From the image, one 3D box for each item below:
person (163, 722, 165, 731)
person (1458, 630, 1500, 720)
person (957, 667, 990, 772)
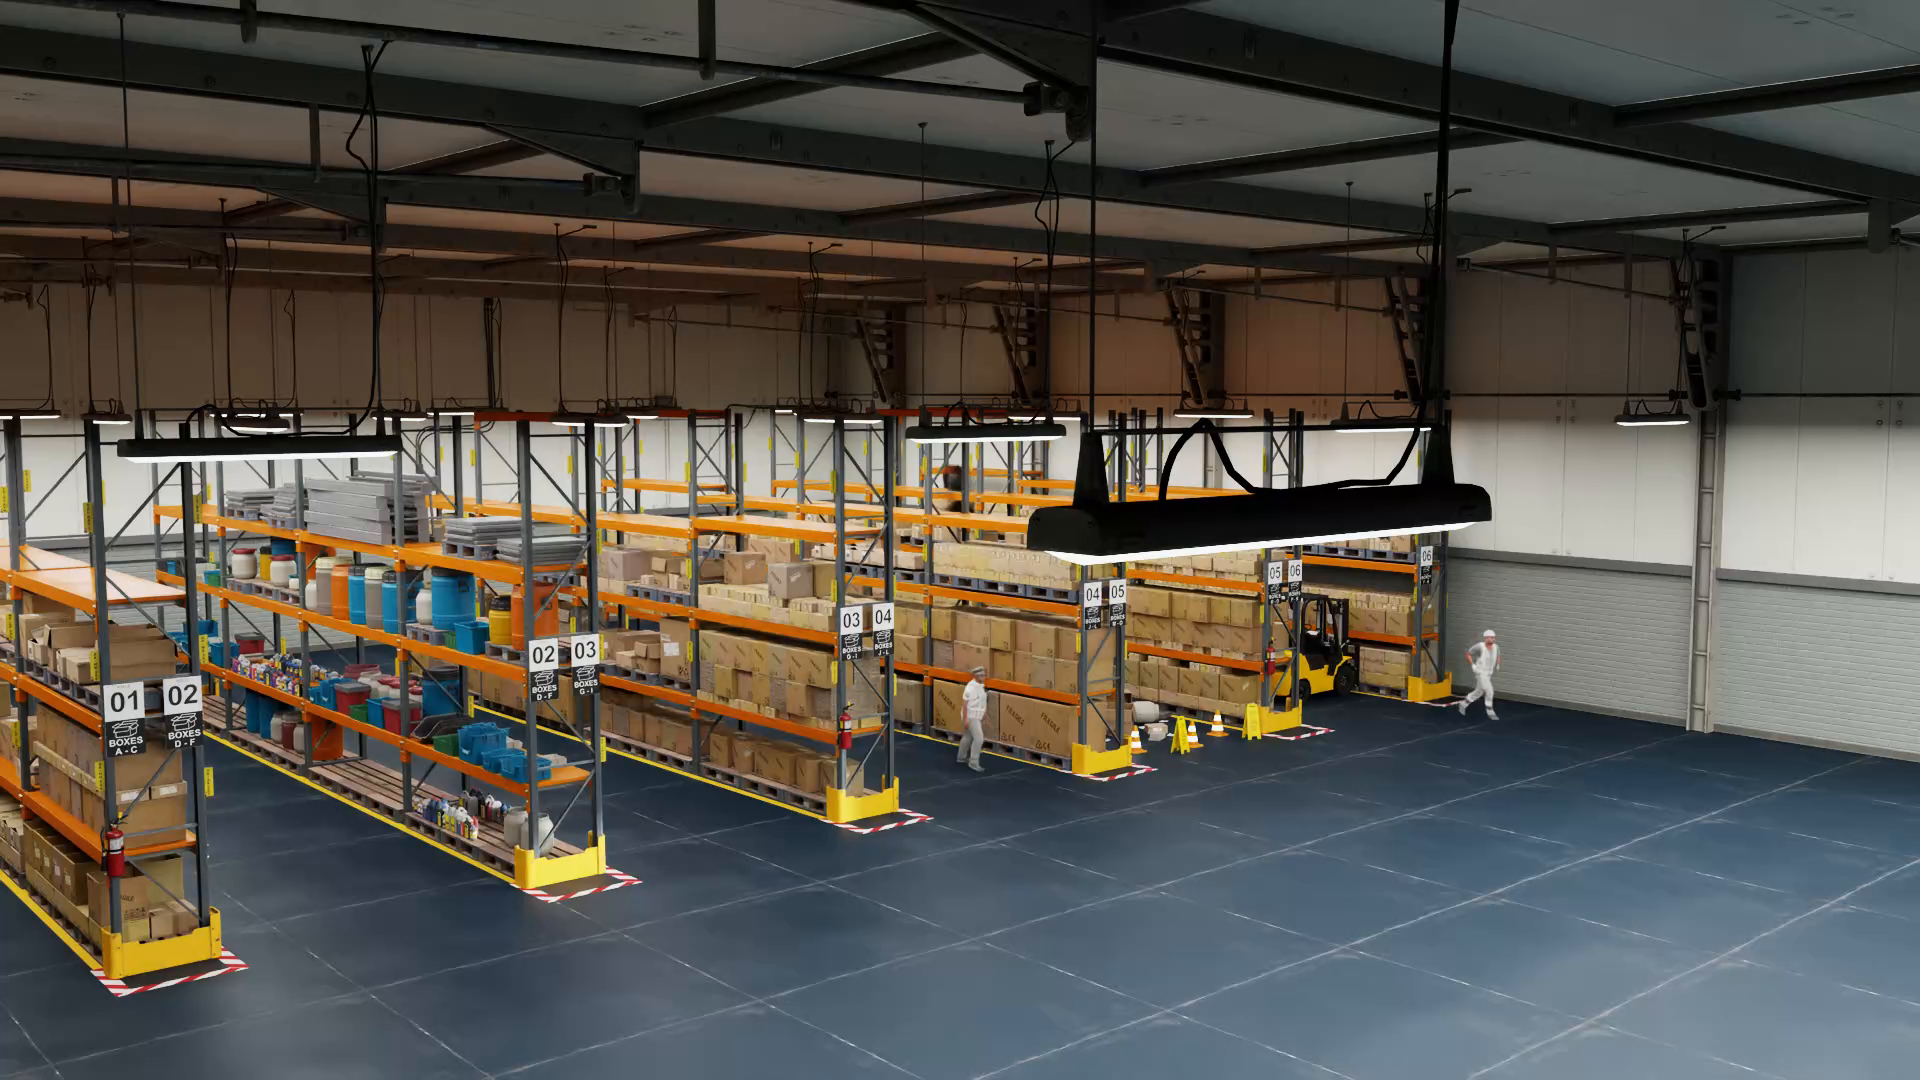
[{"bbox_3d":[-13.771,2.961,28.984,0.516,1.624,0.562,4,7,41],"label":"person"},{"bbox_3d":[10.161,2.591,32.395,0.602,1.745,0.891,-4,6,-35],"label":"person"},{"bbox_3d":[0.198,3.006,28.178,0.594,1.774,0.733,1,5,12],"label":"person"}]
